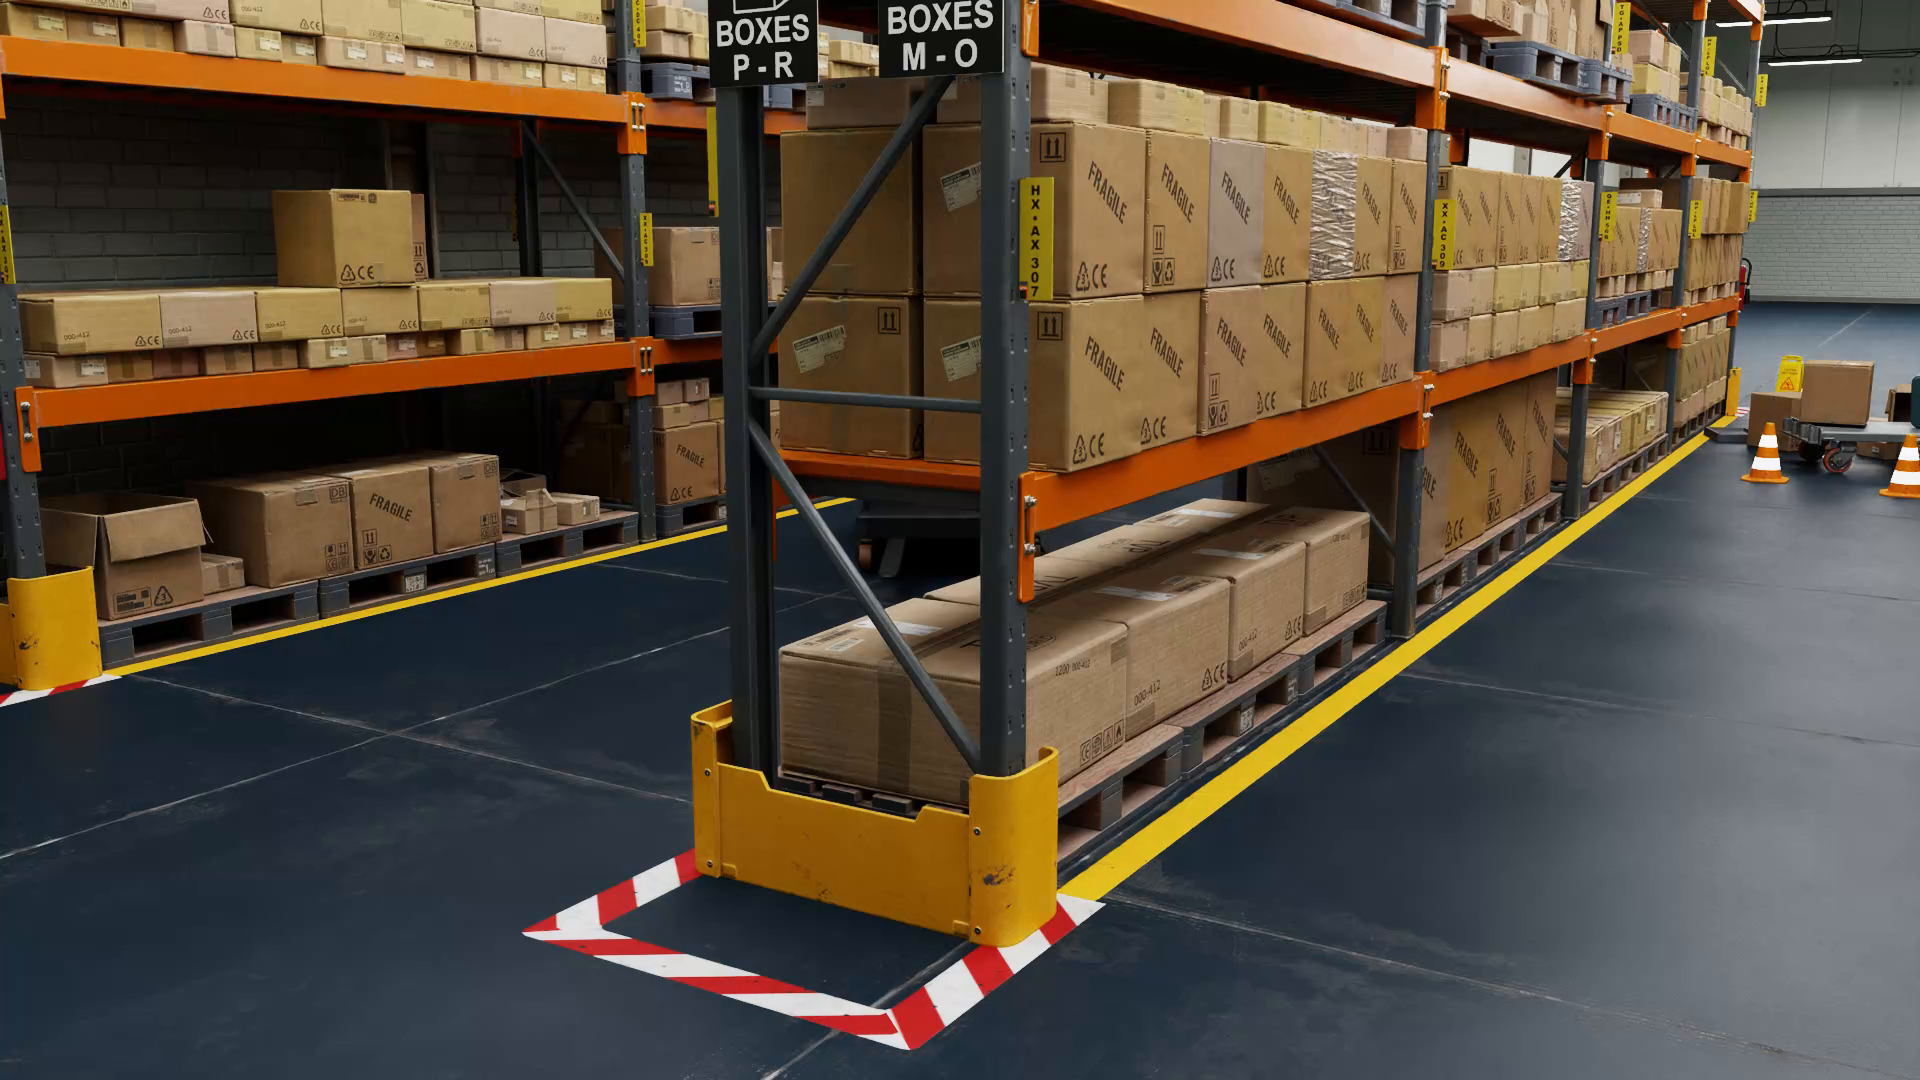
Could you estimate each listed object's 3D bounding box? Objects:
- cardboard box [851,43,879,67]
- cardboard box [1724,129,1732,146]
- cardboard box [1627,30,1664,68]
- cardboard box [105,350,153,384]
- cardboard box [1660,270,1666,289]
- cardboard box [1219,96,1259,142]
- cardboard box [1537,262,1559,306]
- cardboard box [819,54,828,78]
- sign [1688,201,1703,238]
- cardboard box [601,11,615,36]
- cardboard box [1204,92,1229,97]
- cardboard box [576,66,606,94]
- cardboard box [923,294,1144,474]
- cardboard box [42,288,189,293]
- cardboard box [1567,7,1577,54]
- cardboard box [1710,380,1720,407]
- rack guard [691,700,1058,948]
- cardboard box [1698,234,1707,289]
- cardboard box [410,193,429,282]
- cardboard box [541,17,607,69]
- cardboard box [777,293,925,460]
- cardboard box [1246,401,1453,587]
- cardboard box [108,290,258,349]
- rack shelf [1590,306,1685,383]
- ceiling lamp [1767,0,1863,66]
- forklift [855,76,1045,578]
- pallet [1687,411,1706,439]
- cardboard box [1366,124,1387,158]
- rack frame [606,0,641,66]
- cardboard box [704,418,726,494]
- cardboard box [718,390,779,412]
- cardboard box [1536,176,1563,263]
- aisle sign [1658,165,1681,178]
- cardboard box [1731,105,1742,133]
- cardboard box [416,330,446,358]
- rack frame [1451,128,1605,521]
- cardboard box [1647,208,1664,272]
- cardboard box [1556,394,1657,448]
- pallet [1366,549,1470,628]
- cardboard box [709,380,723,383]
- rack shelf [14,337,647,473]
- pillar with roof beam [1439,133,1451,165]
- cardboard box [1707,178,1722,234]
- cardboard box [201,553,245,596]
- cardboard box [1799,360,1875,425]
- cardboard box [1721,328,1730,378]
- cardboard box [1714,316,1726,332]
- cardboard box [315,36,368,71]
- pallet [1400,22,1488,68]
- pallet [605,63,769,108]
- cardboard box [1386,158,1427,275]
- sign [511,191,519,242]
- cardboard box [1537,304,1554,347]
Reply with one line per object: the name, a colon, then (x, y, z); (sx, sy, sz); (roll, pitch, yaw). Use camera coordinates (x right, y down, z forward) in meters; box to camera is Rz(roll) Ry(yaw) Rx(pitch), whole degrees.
cardboard box: (-0.826, -3.631, 12.474); (0.380, 0.149, 0.250); (6, 12, 29)
cardboard box: (7.336, -3.941, 16.299); (0.380, 0.149, 0.250); (6, 12, 30)
cardboard box: (5.262, -3.877, 13.180); (0.500, 0.250, 0.500); (7, 12, 32)
cardboard box: (-4.012, -0.822, 7.793); (0.380, 0.149, 0.250); (7, 13, 32)
cardboard box: (5.679, -2.182, 13.911); (0.380, 0.149, 0.250); (6, 12, 30)
cardboard box: (0.842, -1.494, 5.945); (0.380, 0.149, 0.250); (7, 12, 31)
cardboard box: (3.343, -1.569, 10.145); (0.500, 0.250, 0.500); (6, 12, 29)
cardboard box: (-1.161, -3.365, 11.808); (0.380, 0.149, 0.250); (7, 13, 32)
sign: (6.441, -2.806, 14.561); (0.100, 0.325, 0.005); (6, 12, 31)
cardboard box: (-2.377, -3.316, 10.740); (0.380, 0.149, 0.250); (6, 12, 30)
cardboard box: (2.822, -4.840, 18.727); (0.797, 0.503, 0.637); (7, 13, 33)
cardboard box: (-2.367, -2.771, 10.051); (0.380, 0.149, 0.250); (6, 12, 30)
cardboard box: (0.230, -0.500, 5.114); (0.500, 0.500, 0.500); (6, 12, 30)
cardboard box: (-4.229, -1.127, 8.337); (0.500, 0.250, 0.500); (6, 12, 31)
cardboard box: (3.472, -3.025, 9.949); (0.396, 0.266, 0.258); (6, 12, 29)
cardboard box: (7.576, -1.540, 17.274); (0.500, 0.250, 0.500); (6, 12, 31)
rack guard: (-0.278, 0.830, 5.076); (1.175, 0.500, 0.348); (6, 12, 31)
cardboard box: (6.672, -2.609, 15.572); (0.500, 0.500, 0.500); (6, 12, 30)
cardboard box: (-3.433, -1.737, 9.559); (0.500, 0.500, 0.500); (6, 12, 29)
cardboard box: (-2.469, -2.952, 9.934); (0.500, 0.250, 0.500); (6, 12, 31)
cardboard box: (-0.241, -0.553, 5.398); (0.500, 0.500, 0.500); (6, 12, 31)
cardboard box: (2.065, -0.299, 8.945); (0.875, 0.875, 0.875); (7, 13, 32)
cardboard box: (-3.782, -1.073, 8.050); (0.500, 0.250, 0.500); (7, 12, 31)
rack shelf: (4.927, -1.621, 13.333); (1.077, 0.370, 4.000); (6, 12, 31)
ceiling lamp: (20.294, -12.844, 39.156); (2.000, 3.185, 0.800); (6, 12, 31)
forklift: (-0.057, -1.310, 9.898); (1.130, 2.935, 3.031); (0, 11, 1)
pallet: (6.916, -1.221, 16.815); (1.003, 0.211, 1.213); (6, 12, 31)
cardboard box: (1.694, -1.781, 7.479); (0.380, 0.149, 0.250); (7, 13, 32)
rack frame: (-2.433, -4.454, 10.205); (1.000, 3.000, 0.127); (6, 12, 31)
cardboard box: (-1.721, -0.622, 11.692); (0.500, 0.500, 0.500); (6, 12, 30)
cardboard box: (-1.525, -1.005, 11.976); (0.380, 0.149, 0.250); (6, 12, 31)
cardboard box: (3.321, -1.936, 10.069); (0.500, 0.500, 0.500); (6, 12, 31)
aisle sign: (7.809, -4.236, 18.279); (0.394, 0.787, 0.004); (6, 12, 31)
cardboard box: (7.479, -4.198, 16.590); (0.500, 0.250, 0.500); (7, 13, 32)
cardboard box: (-3.111, -1.110, 9.327); (0.380, 0.149, 0.250); (7, 12, 32)
rack frame: (3.888, -1.661, 11.587); (1.000, 3.000, 0.127); (6, 12, 31)
cardboard box: (5.392, -2.438, 13.519); (0.500, 0.500, 0.500); (7, 13, 33)
cardboard box: (5.325, -1.008, 14.103); (0.950, 0.372, 0.625); (7, 13, 34)
pallet: (2.148, 0.211, 9.170); (1.003, 0.211, 1.213); (6, 12, 31)
cardboard box: (-1.695, -1.132, 12.651); (0.380, 0.149, 0.250); (6, 12, 28)
rack shelf: (-3.471, -0.837, 9.143); (1.077, 0.370, 4.000); (6, 12, 31)
pillar with roof beam: (12.575, -7.794, 28.044); (9.100, 9.000, 0.548); (6, 12, 31)
cardboard box: (6.663, -3.103, 15.496); (0.700, 0.500, 0.500); (6, 12, 31)
cardboard box: (-3.857, 0.169, 8.423); (0.380, 0.149, 0.250); (6, 12, 28)
cardboard box: (7.502, -1.268, 14.224); (0.500, 0.500, 0.500); (6, 12, 31)
cardboard box: (7.849, -1.991, 17.647); (0.500, 0.500, 0.500); (6, 12, 31)
cardboard box: (7.716, -2.246, 17.245); (0.380, 0.149, 0.250); (7, 13, 32)
cardboard box: (-3.266, -2.487, 8.531); (0.380, 0.149, 0.250); (6, 12, 31)
pallet: (2.245, -2.561, 8.764); (0.805, 0.209, 1.217); (6, 12, 28)
pallet: (-2.034, -2.983, 11.010); (1.213, 0.211, 1.003); (6, 12, 31)
cardboard box: (1.803, -1.471, 7.588); (0.500, 0.500, 0.500); (6, 12, 30)
sign: (-2.909, -2.127, 10.930); (0.100, 0.325, 0.005); (6, 12, 31)
cardboard box: (3.321, -1.323, 10.191); (0.500, 0.250, 0.500); (6, 12, 30)
